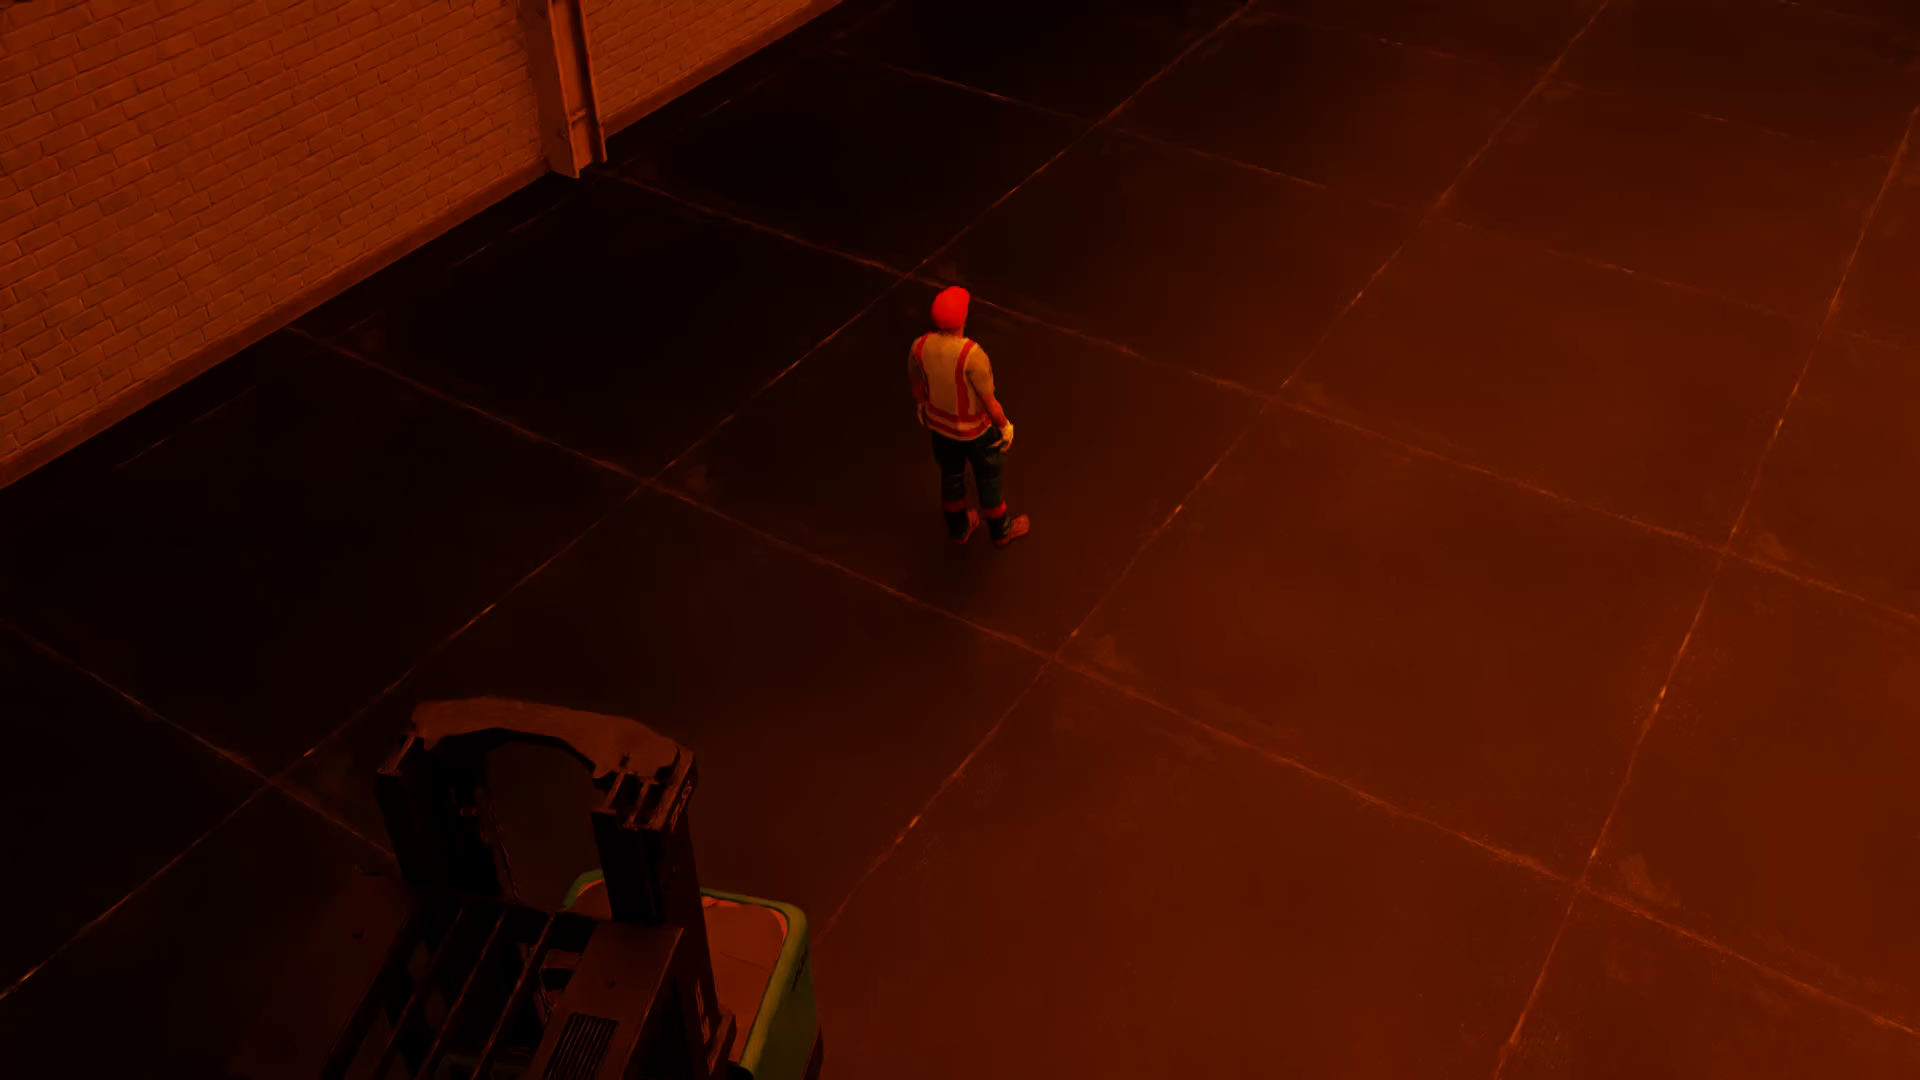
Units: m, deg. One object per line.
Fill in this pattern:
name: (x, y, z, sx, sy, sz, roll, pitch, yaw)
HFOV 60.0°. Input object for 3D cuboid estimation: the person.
person: (0.052, -0.728, 9.698, 0.637, 1.787, 0.563, 22, 45, 24)

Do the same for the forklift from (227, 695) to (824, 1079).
forklift: (-1.425, 2.065, 5.531, 1.130, 2.935, 3.031, 8, 41, 9)
